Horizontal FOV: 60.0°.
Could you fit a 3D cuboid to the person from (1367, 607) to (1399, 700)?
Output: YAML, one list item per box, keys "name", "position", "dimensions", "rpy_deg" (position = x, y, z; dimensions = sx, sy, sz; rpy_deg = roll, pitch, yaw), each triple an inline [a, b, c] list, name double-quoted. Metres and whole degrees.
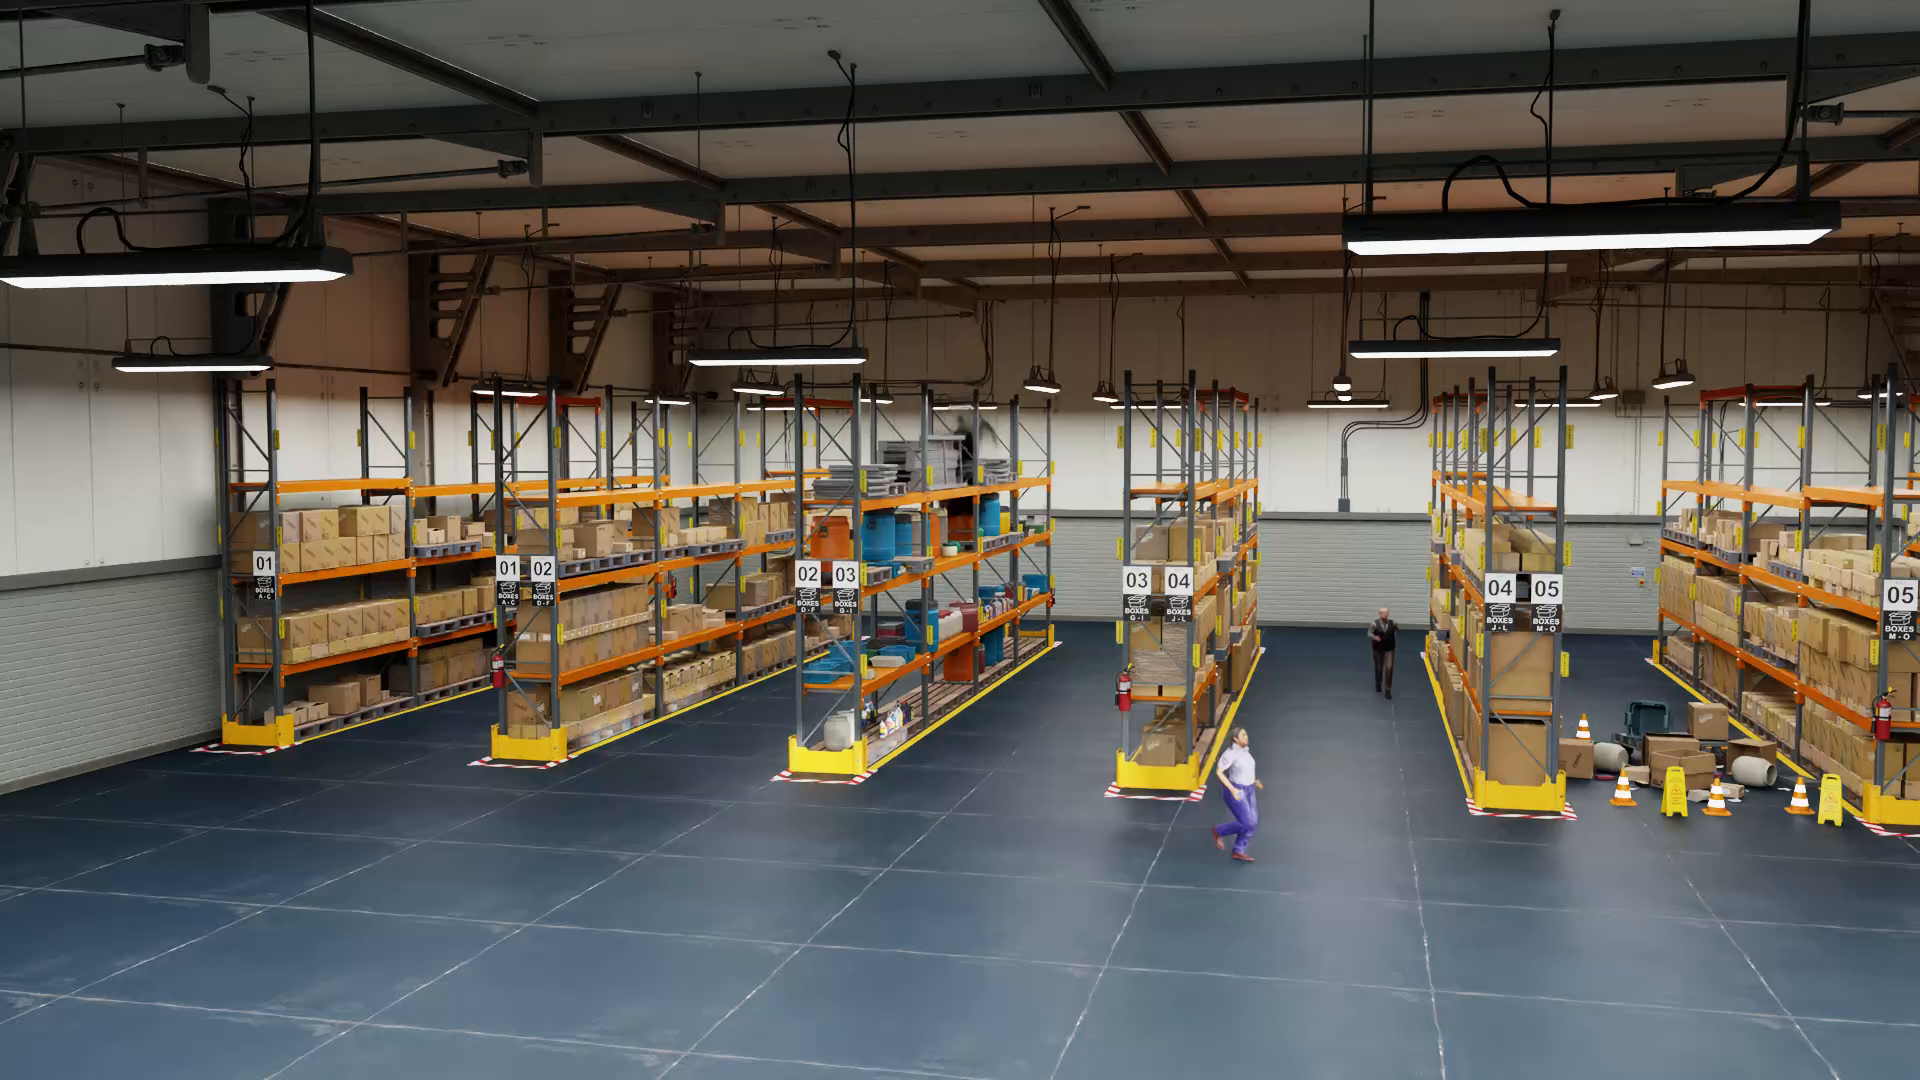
- name: "person"
  position: [8.265, 2.184, 32.503]
  dimensions: [0.610, 1.754, 0.889]
  rpy_deg: [1, 4, 14]

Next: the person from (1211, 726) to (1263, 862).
- name: "person"
  position: [3.308, 3.022, 19.832]
  dimensions: [0.551, 1.605, 0.614]
  rpy_deg: [3, 4, 37]
